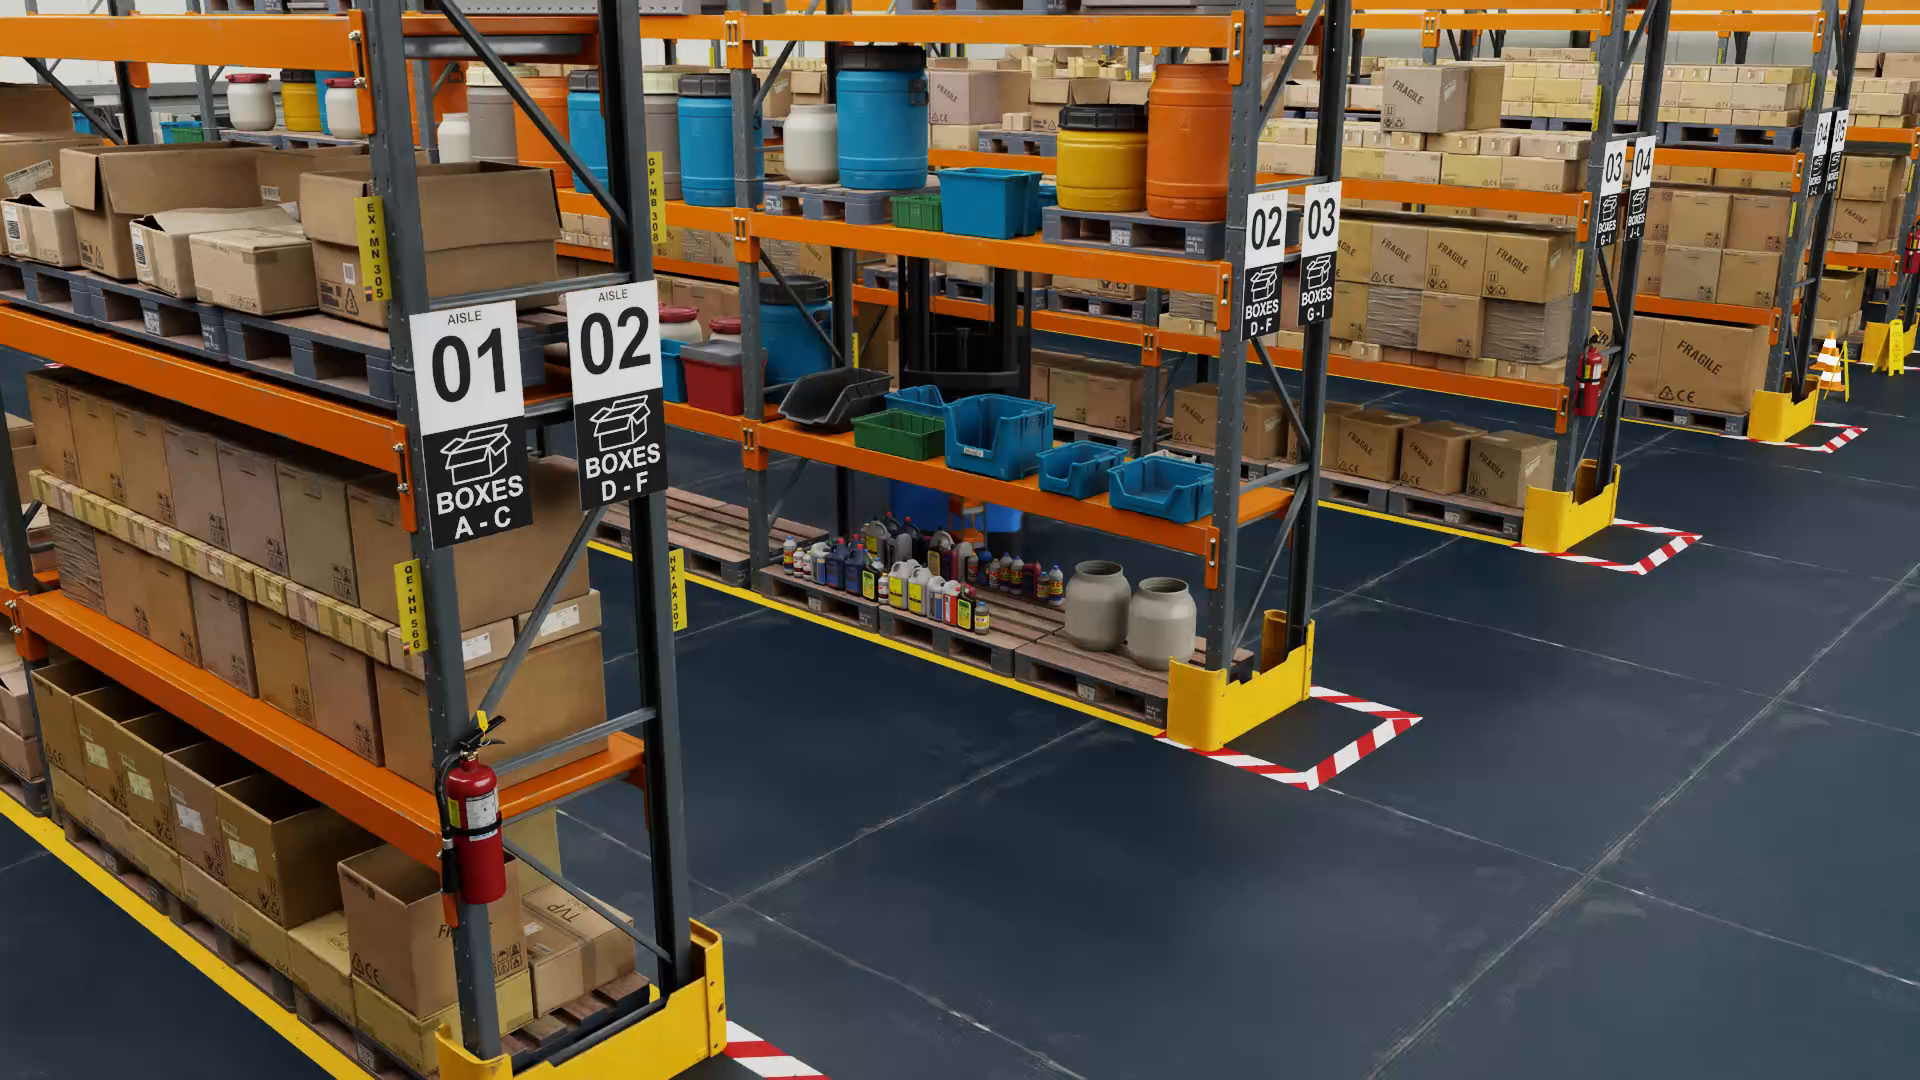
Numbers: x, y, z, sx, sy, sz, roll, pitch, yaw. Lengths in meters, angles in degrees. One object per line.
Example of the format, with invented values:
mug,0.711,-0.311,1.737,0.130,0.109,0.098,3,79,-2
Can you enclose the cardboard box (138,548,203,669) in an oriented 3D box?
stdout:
cardboard box,-3.367,0.216,7.806,0.500,0.500,0.700,15,23,40

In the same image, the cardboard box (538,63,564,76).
cardboard box,-4.904,-5.854,21.116,0.500,0.500,0.700,17,24,42

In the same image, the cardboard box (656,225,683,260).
cardboard box,-3.325,-3.675,20.066,0.500,0.500,0.500,15,23,39

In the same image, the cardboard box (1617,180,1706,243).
cardboard box,7.410,-3.471,17.557,0.550,0.550,0.875,15,23,39

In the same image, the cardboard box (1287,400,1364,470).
cardboard box,3.326,-0.969,15.146,0.500,0.500,0.500,13,22,34

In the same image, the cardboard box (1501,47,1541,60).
cardboard box,9.362,-7.964,27.763,0.500,0.500,0.500,15,23,40

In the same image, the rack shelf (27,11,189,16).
rack shelf,-8.663,-5.483,17.864,4.000,0.370,1.077,15,23,39

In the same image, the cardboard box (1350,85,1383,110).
cardboard box,4.837,-5.084,19.102,0.500,0.250,0.500,15,23,40

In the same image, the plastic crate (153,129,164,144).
plastic crate,-8.371,-4.229,17.456,0.466,0.136,0.293,15,23,39

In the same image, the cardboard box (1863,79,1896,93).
cardboard box,11.057,-5.461,19.998,0.250,0.149,0.380,16,23,40

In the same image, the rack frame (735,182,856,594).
rack frame,-1.184,-1.150,12.275,0.127,3.000,1.000,15,23,39

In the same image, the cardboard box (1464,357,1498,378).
cardboard box,4.338,-1.447,13.627,0.250,0.149,0.380,15,23,39

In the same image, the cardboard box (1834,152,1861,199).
cardboard box,10.773,-4.532,20.622,0.500,0.500,0.700,15,23,40

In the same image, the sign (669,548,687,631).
sign,-1.110,0.199,6.465,0.005,0.325,0.100,15,23,39

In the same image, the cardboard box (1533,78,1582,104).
cardboard box,6.408,-4.756,17.578,0.500,0.250,0.500,15,23,39

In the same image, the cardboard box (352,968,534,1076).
cardboard box,-2.080,1.843,6.697,0.500,0.250,0.500,15,23,39

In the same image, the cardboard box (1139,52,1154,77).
cardboard box,3.165,-7.554,26.636,0.500,0.500,0.500,15,23,38

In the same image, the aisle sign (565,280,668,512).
aisle sign,-1.230,-0.522,5.999,0.004,0.787,0.394,15,23,39

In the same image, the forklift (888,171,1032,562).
forklift,0.062,-1.623,13.880,1.130,2.935,3.031,1,18,4

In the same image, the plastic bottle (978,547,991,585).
plastic bottle,0.176,0.180,11.868,0.097,0.271,0.097,0,18,0

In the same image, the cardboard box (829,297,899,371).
cardboard box,-1.390,-2.404,19.046,0.875,0.875,1.225,14,22,37

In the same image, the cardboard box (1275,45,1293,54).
cardboard box,5.984,-9.000,30.432,0.258,0.266,0.396,15,23,39

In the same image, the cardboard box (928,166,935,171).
cardboard box,-0.715,-5.324,24.773,0.500,0.500,0.500,15,23,38

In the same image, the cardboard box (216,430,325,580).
cardboard box,-2.637,-0.205,6.990,0.500,0.500,0.700,15,23,39

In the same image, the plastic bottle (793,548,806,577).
plastic bottle,-1.160,0.158,12.054,0.097,0.201,0.097,0,18,0

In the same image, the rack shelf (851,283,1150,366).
rack shelf,0.608,-2.329,17.181,4.000,0.370,1.077,15,23,39

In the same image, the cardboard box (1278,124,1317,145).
cardboard box,2.929,-3.473,14.228,0.250,0.149,0.380,14,23,38

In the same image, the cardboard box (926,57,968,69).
cardboard box,-0.301,-6.555,23.489,0.500,0.500,0.700,15,23,39

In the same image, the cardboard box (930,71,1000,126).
cardboard box,0.051,-4.434,16.675,0.500,0.500,0.500,14,22,38

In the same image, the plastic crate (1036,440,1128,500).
plastic crate,0.753,-0.440,10.286,0.408,0.251,0.499,15,23,39

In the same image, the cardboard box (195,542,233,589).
cardboard box,-3.056,0.072,7.188,0.250,0.149,0.380,15,23,39

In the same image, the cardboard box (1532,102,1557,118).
cardboard box,6.281,-4.576,17.669,0.250,0.149,0.380,15,23,38

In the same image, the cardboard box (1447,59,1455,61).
cardboard box,8.528,-8.131,28.413,0.250,0.149,0.380,16,24,41

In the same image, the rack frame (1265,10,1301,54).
rack frame,5.990,-10.102,30.566,0.127,3.000,1.000,15,23,39

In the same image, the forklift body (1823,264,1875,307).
forklift body,12.336,-4.396,23.909,1.214,2.155,2.313,15,23,39

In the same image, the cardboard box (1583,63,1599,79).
cardboard box,6.656,-4.855,17.228,0.250,0.149,0.380,15,23,39

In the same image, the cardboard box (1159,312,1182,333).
cardboard box,2.065,-2.039,15.494,0.250,0.149,0.380,15,23,39

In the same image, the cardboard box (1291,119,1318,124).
cardboard box,3.147,-3.664,14.828,0.250,0.149,0.380,14,22,38

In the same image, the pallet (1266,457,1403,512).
pallet,3.546,-0.569,15.057,1.213,0.211,1.003,15,23,39

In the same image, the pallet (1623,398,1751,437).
pallet,7.814,-1.383,17.620,1.213,0.211,1.003,15,23,39

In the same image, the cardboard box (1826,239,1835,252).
cardboard box,10.811,-3.698,20.721,0.250,0.149,0.380,15,23,38

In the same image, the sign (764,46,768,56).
sign,-3.120,-7.755,26.666,0.005,0.325,0.100,15,23,39

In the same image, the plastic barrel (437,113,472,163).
plastic barrel,-4.147,-3.304,13.920,0.421,0.512,0.421,0,18,0

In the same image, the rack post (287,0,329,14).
rack post,-5.569,-4.999,15.315,0.937,0.300,0.954,-15,23,-40

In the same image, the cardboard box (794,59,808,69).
cardboard box,-2.270,-7.133,24.933,0.250,0.149,0.380,16,24,41

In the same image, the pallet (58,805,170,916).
pallet,-3.907,1.468,8.635,1.213,0.211,1.003,15,23,39

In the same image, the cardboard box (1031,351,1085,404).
cardboard box,0.896,-1.629,17.191,0.500,0.500,0.700,13,22,35

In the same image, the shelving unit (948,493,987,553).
shelving unit,0.056,-0.217,12.552,0.215,1.050,0.252,-8,19,-21

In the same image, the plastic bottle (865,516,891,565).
plastic bottle,-0.606,0.000,12.305,0.185,0.351,0.144,15,23,39

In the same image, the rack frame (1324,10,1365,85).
rack frame,5.690,-8.175,24.494,0.127,3.000,1.000,15,23,39

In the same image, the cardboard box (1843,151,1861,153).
cardboard box,13.518,-5.817,25.252,0.250,0.149,0.380,16,24,41

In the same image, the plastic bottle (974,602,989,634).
plastic bottle,0.143,0.508,10.951,0.097,0.201,0.097,0,18,0

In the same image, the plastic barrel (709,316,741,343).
plastic barrel,-1.754,-1.456,13.017,0.433,0.535,0.433,0,18,0

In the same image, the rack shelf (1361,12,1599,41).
rack shelf,7.186,-7.240,23.398,4.000,0.370,1.077,15,23,39

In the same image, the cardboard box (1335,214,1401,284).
cardboard box,3.402,-2.490,14.189,0.500,0.500,0.500,15,23,39

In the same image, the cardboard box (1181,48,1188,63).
cardboard box,4.304,-9.334,32.034,0.500,0.250,0.500,16,24,41

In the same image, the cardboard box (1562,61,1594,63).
cardboard box,6.715,-5.105,18.019,0.250,0.149,0.380,15,23,39
